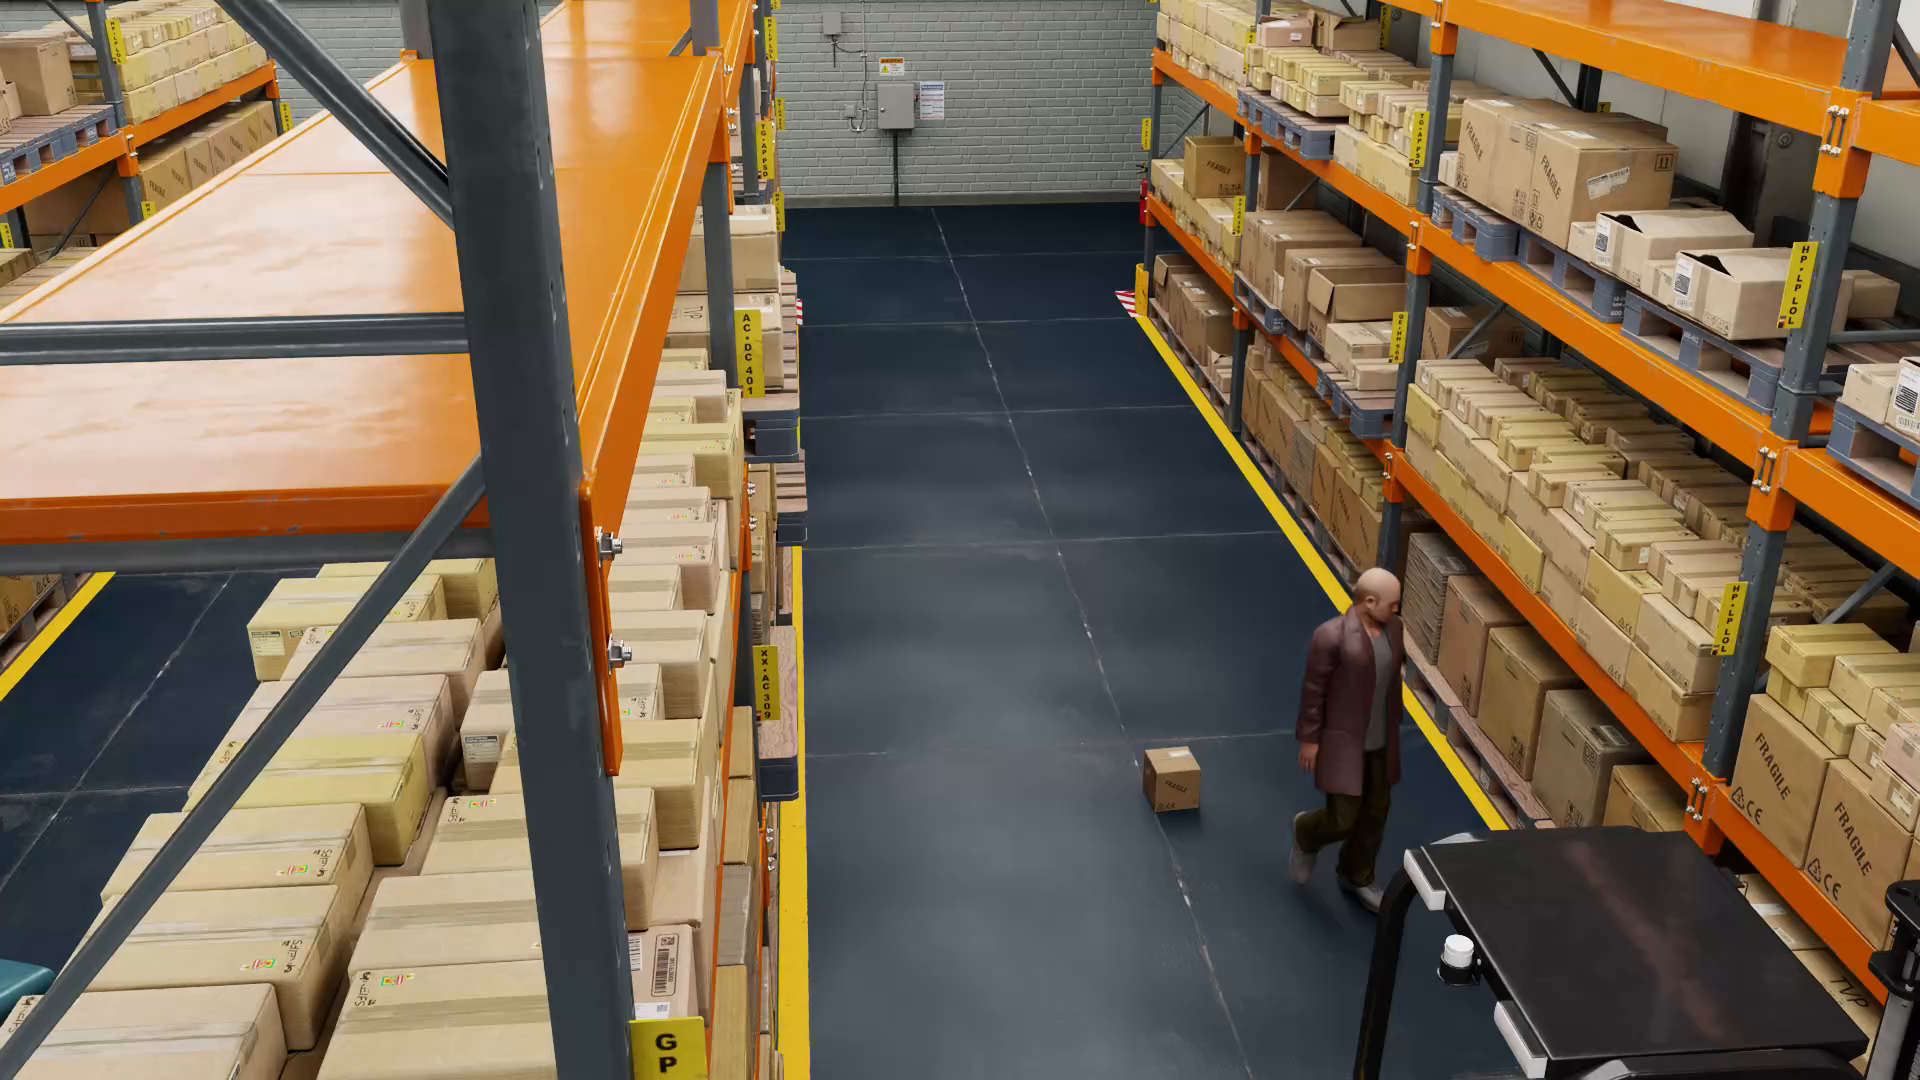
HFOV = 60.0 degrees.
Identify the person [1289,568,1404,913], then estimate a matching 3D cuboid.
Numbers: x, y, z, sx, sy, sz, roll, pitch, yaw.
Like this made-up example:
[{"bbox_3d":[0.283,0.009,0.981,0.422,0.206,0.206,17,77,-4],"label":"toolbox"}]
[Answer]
[{"bbox_3d":[1.927,0.963,8.082,0.609,1.776,0.581,-12,26,-26],"label":"person"}]
